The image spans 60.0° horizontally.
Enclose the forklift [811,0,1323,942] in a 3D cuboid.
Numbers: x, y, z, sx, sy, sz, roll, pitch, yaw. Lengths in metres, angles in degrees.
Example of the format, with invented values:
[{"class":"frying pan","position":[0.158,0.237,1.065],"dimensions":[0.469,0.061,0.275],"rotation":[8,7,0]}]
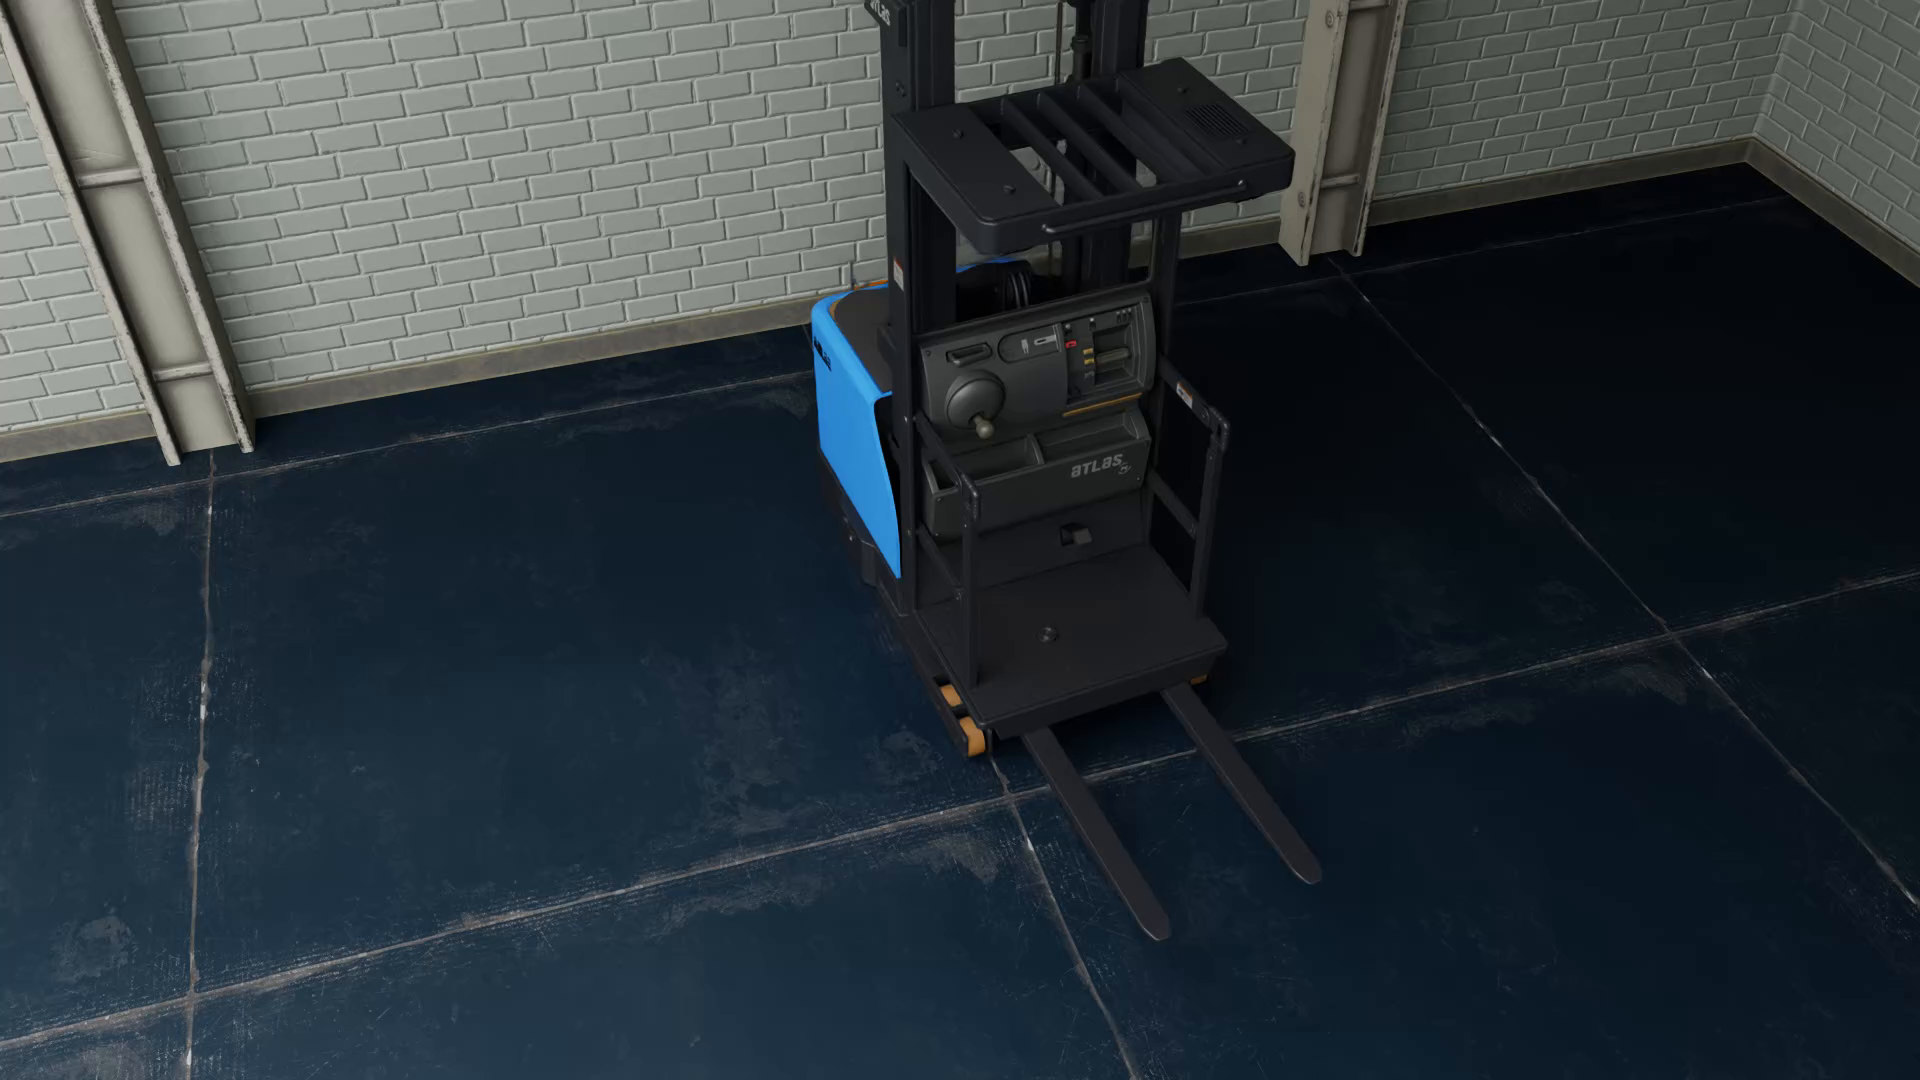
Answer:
[{"class":"forklift","position":[0.387,-0.565,6.018],"dimensions":[1.130,2.935,3.031],"rotation":[-16,44,-17]}]

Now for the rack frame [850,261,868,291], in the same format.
[{"class":"rack frame","position":[-0.449,-0.790,7.706],"dimensions":[0.008,1.050,0.200],"rotation":[-16,44,-18]}]

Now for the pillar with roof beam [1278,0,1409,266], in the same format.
[{"class":"pillar with roof beam","position":[3.347,-2.364,3.466],"dimensions":[0.400,9.000,9.100],"rotation":[-12,42,-13]}]

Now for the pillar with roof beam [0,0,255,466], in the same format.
[{"class":"pillar with roof beam","position":[-2.376,-1.179,2.109],"dimensions":[0.400,9.000,9.100],"rotation":[-12,42,-13]}]

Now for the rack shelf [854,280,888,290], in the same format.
[{"class":"rack shelf","position":[-0.337,-1.028,7.563],"dimensions":[0.240,0.259,0.215],"rotation":[-16,44,-18]}]

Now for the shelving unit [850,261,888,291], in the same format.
[{"class":"shelving unit","position":[-0.337,-0.823,7.743],"dimensions":[0.252,1.050,0.215],"rotation":[-16,44,-18]}]
